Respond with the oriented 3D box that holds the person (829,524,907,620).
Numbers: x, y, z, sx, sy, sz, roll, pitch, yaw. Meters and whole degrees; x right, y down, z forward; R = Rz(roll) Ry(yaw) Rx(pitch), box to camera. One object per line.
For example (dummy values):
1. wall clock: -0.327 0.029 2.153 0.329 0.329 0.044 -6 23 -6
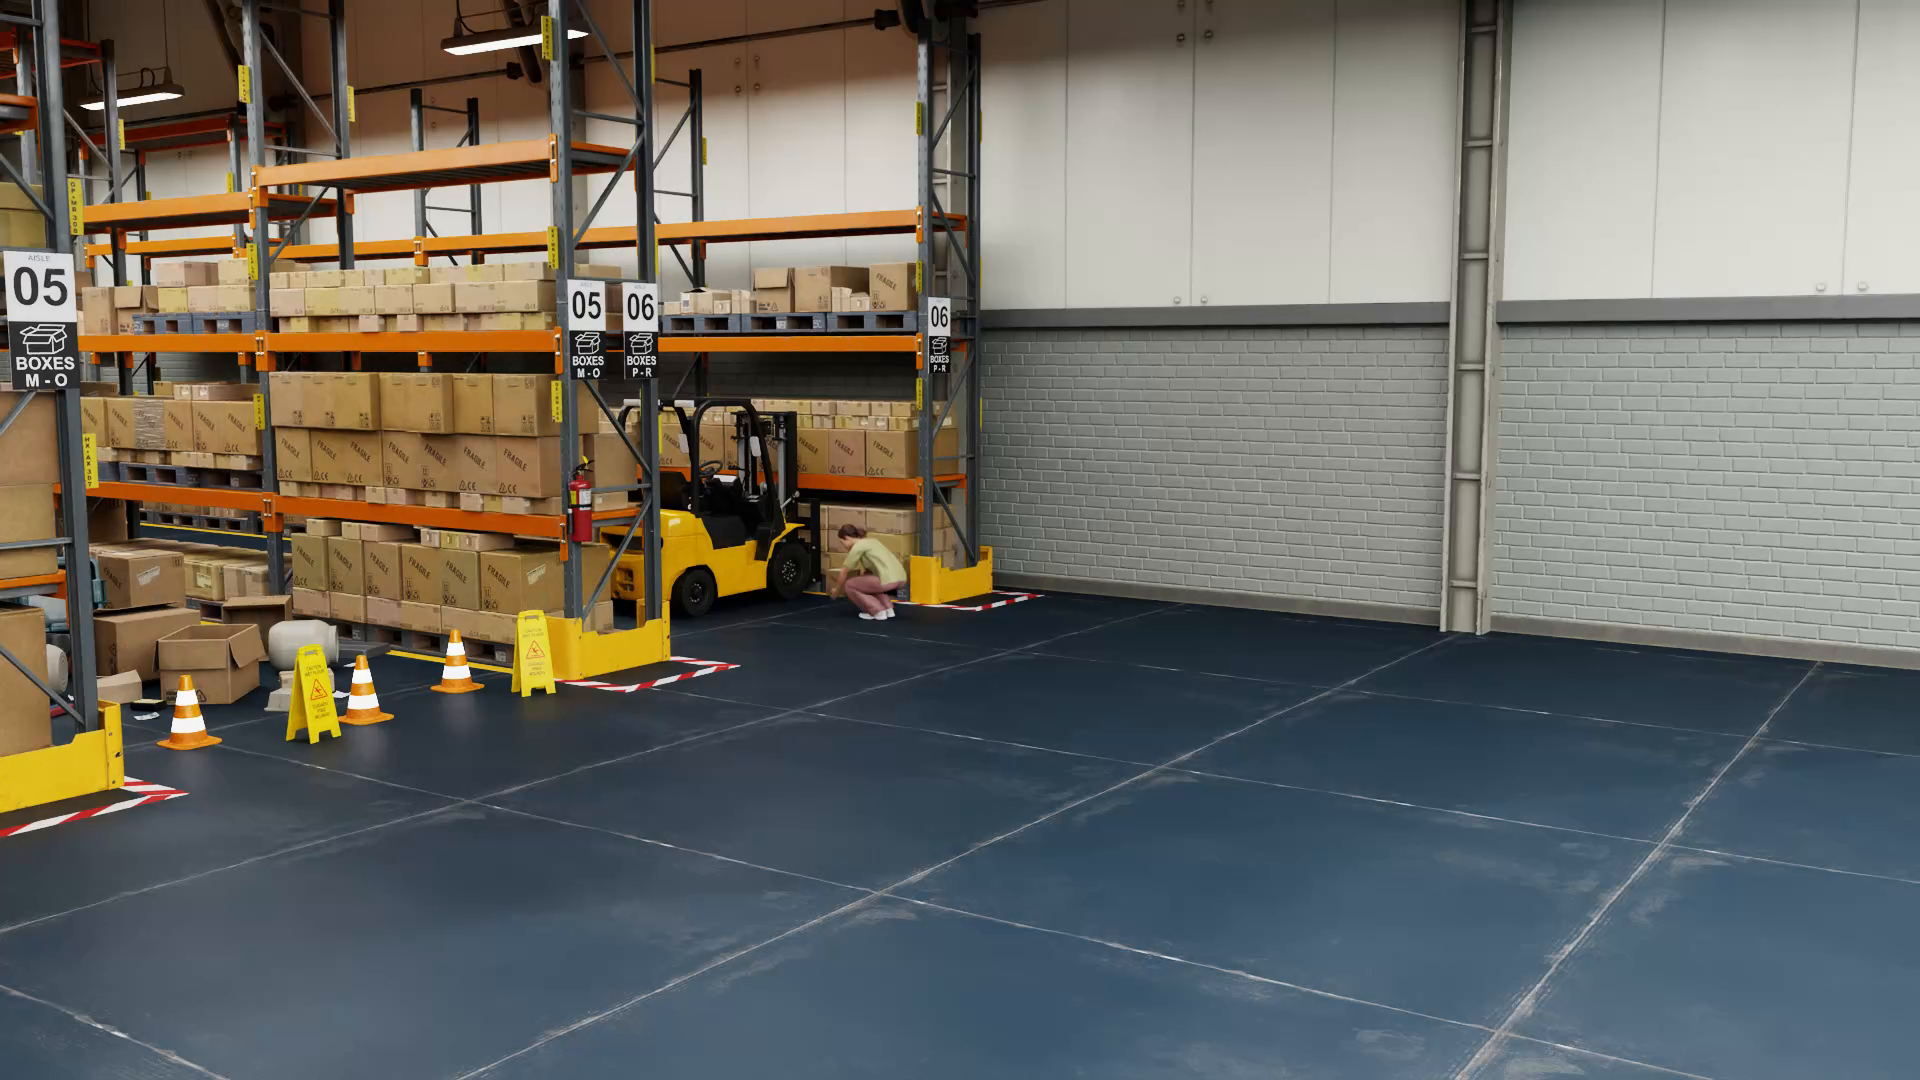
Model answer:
1. person: -0.916 0.310 16.585 0.798 0.931 0.475 4 8 34
